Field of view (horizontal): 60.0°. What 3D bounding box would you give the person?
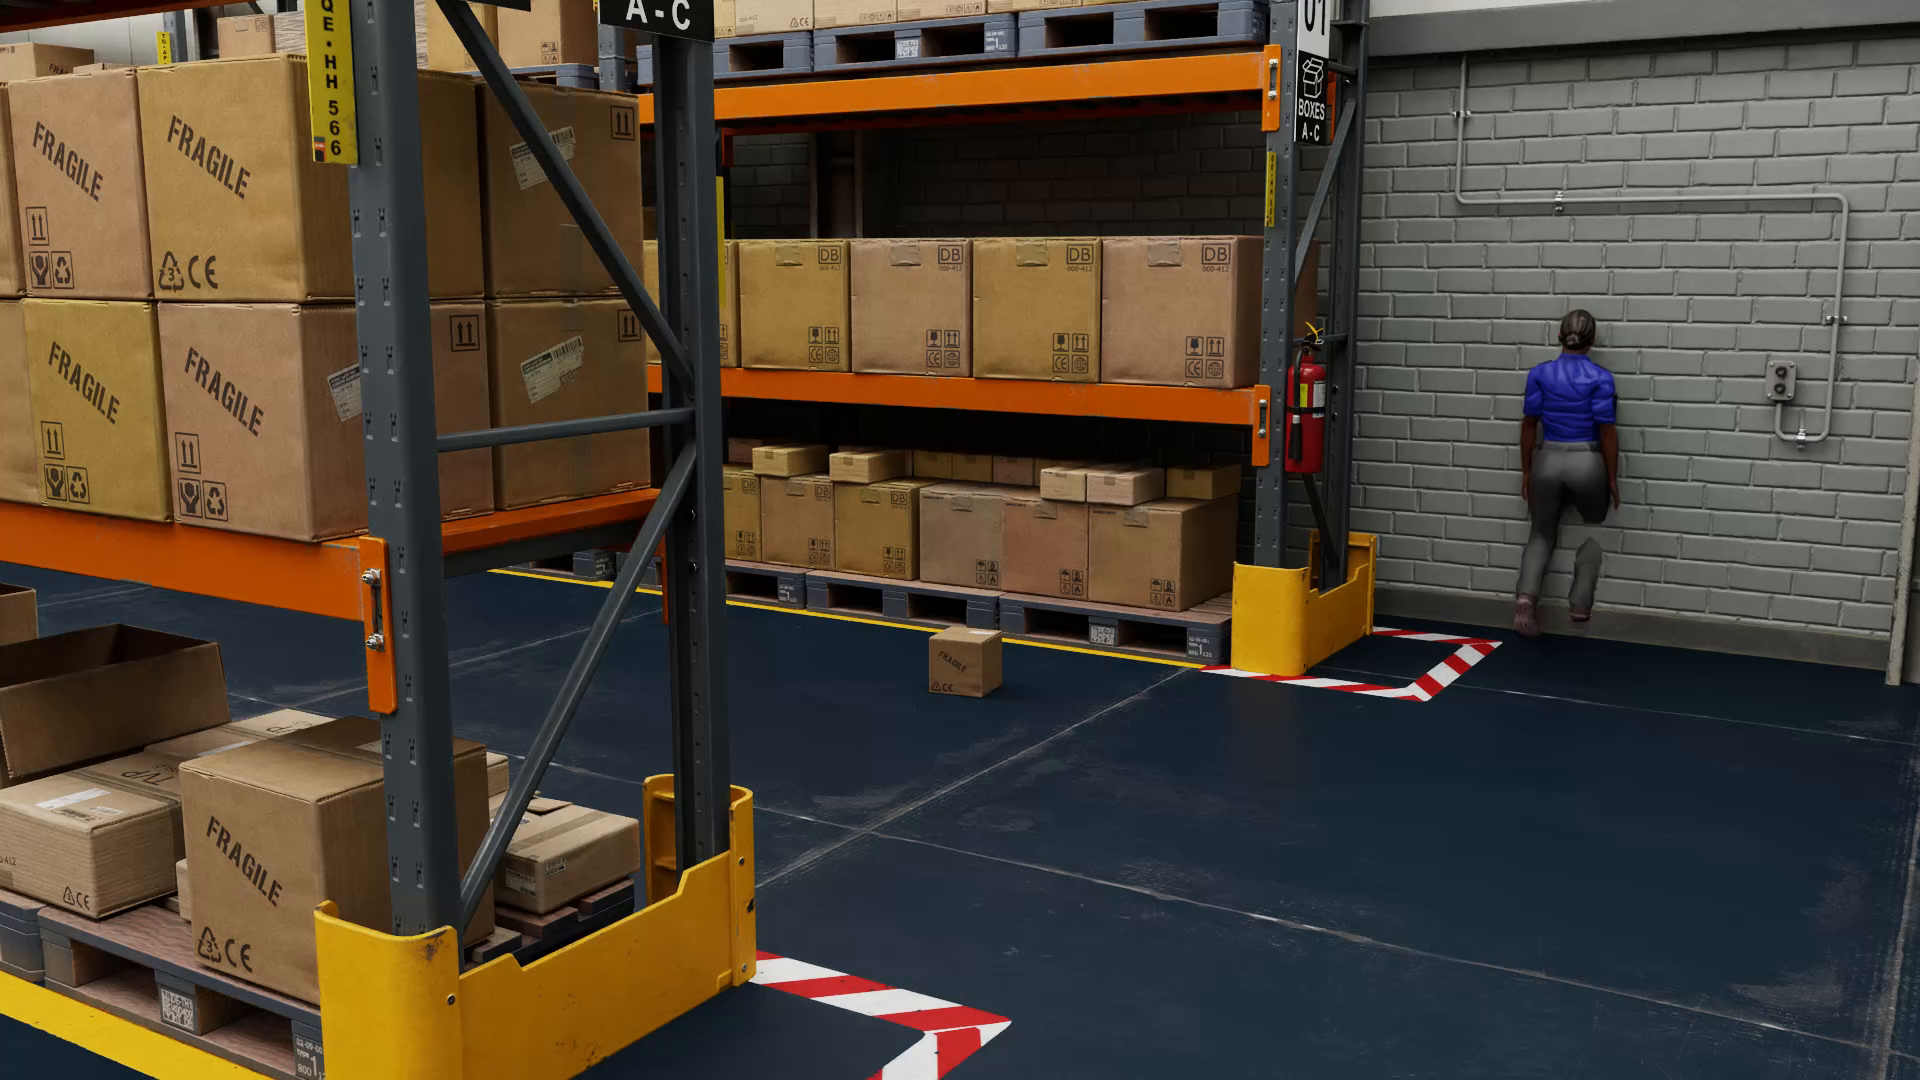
[{"bbox_3d":[3.042,-0.325,8.291,0.469,1.641,0.631,6,11,34],"label":"person"}]
